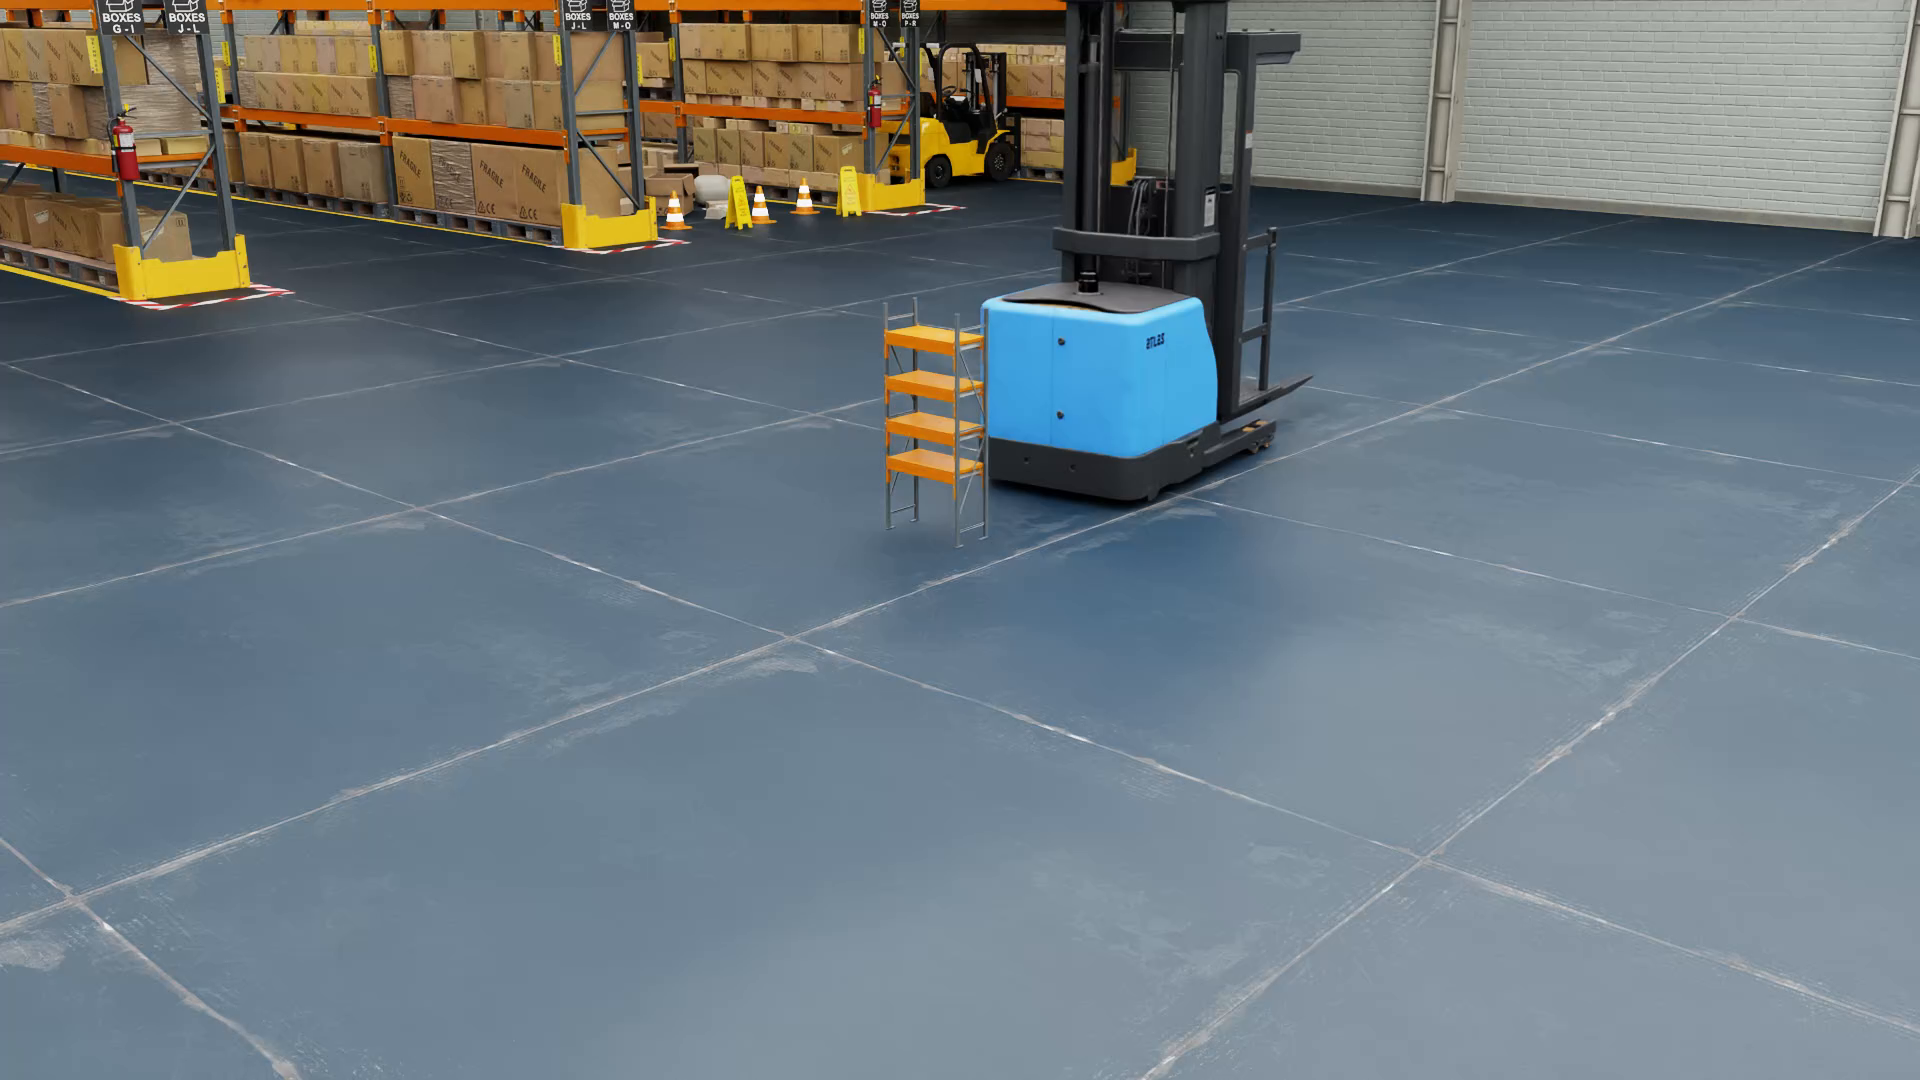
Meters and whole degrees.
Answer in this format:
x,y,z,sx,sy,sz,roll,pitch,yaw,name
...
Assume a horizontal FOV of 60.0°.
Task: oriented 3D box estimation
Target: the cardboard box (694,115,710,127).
x,y,z,sx,sy,sz,roll,pitch,yaw,name
-4.843,-8.071,32.521,0.500,0.500,0.500,16,24,42,cardboard box

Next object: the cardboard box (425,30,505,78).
x,y,z,sx,sy,sz,roll,pitch,yaw,name
-6.079,-6.032,20.626,0.550,0.550,0.875,15,23,39,cardboard box

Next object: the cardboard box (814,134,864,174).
x,y,z,sx,sy,sz,roll,pitch,yaw,name
-1.704,-5.437,23.397,0.500,0.500,0.500,15,23,40,cardboard box

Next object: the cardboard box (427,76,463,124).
x,y,z,sx,sy,sz,roll,pitch,yaw,name
-6.097,-5.511,20.770,0.550,0.550,0.875,15,23,39,cardboard box

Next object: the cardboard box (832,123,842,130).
x,y,z,sx,sy,sz,roll,pitch,yaw,name
-2.168,-7.494,30.497,0.625,0.625,0.875,14,22,37,cardboard box

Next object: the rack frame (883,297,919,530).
x,y,z,sx,sy,sz,roll,pitch,yaw,name
-0.306,-0.654,8.689,0.015,1.200,0.240,15,23,39,rack frame

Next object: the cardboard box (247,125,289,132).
x,y,z,sx,sy,sz,roll,pitch,yaw,name
-10.480,-6.114,25.115,0.500,0.250,0.500,14,22,37,cardboard box

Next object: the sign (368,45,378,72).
x,y,z,sx,sy,sz,roll,pitch,yaw,name
-7.486,-6.141,21.218,0.005,0.325,0.100,15,23,39,sign

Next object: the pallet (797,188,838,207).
x,y,z,sx,sy,sz,roll,pitch,yaw,name
-1.572,-4.945,23.846,1.213,0.211,1.003,15,23,39,pallet

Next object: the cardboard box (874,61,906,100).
x,y,z,sx,sy,sz,roll,pitch,yaw,name
-1.102,-6.435,23.274,0.500,0.500,0.500,15,23,38,cardboard box

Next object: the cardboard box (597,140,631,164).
x,y,z,sx,sy,sz,roll,pitch,yaw,name
-5.082,-5.652,24.343,0.500,0.500,0.500,15,23,39,cardboard box

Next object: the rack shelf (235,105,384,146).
x,y,z,sx,sy,sz,roll,pitch,yaw,name
-8.629,-5.810,23.149,4.000,0.370,1.077,15,23,39,rack shelf

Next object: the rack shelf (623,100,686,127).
x,y,z,sx,sy,sz,roll,pitch,yaw,name
-5.419,-6.950,26.741,4.000,0.370,1.077,15,23,39,rack shelf

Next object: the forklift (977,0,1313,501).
x,y,z,sx,sy,sz,roll,pitch,yaw,name
1.330,-2.000,10.069,1.130,2.935,3.031,11,21,32,forklift

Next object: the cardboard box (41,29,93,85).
x,y,z,sx,sy,sz,roll,pitch,yaw,name
-8.463,-4.666,16.044,0.500,0.500,0.500,15,23,39,cardboard box

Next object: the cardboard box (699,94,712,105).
x,y,z,sx,sy,sz,roll,pitch,yaw,name
-3.677,-6.597,24.855,0.250,0.149,0.380,16,24,41,cardboard box

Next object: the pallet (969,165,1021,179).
x,y,z,sx,sy,sz,roll,pitch,yaw,name
0.852,-6.272,28.025,1.213,0.211,1.003,15,23,39,pallet

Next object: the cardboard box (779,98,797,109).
x,y,z,sx,sy,sz,roll,pitch,yaw,name
-2.356,-6.236,23.718,0.250,0.149,0.380,15,23,39,cardboard box

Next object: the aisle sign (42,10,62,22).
x,y,z,sx,sy,sz,roll,pitch,yaw,name
-15.964,-9.482,29.233,0.004,0.787,0.394,15,23,39,aisle sign

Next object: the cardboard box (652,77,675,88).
x,y,z,sx,sy,sz,roll,pitch,yaw,name
-4.491,-7.013,25.471,0.250,0.149,0.380,15,23,40,cardboard box

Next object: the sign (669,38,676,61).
x,y,z,sx,sy,sz,roll,pitch,yaw,name
-4.289,-7.317,24.794,0.005,0.325,0.100,15,23,39,sign

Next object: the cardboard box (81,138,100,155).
x,y,z,sx,sy,sz,roll,pitch,yaw,name
-8.267,-3.826,16.123,0.250,0.149,0.380,15,23,39,cardboard box

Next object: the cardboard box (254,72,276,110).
x,y,z,sx,sy,sz,roll,pitch,yaw,name
-9.586,-6.349,23.494,0.500,0.500,0.500,15,23,39,cardboard box

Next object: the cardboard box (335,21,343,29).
x,y,z,sx,sy,sz,roll,pitch,yaw,name
-11.456,-9.638,31.131,0.250,0.149,0.380,15,23,39,cardboard box

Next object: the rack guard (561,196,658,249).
x,y,z,sx,sy,sz,roll,pitch,yaw,name
-4.124,-3.752,19.607,0.348,0.500,1.175,15,23,39,rack guard

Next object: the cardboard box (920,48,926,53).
x,y,z,sx,sy,sz,roll,pitch,yaw,name
-0.590,-8.383,28.337,0.250,0.149,0.380,16,23,40,cardboard box

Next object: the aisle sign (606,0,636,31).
x,y,z,sx,sy,sz,roll,pitch,yaw,name
-3.889,-6.241,19.020,0.004,0.787,0.394,15,23,39,aisle sign

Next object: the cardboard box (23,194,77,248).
x,y,z,sx,sy,sz,roll,pitch,yaw,name
-9.795,-3.455,17.979,0.500,0.500,0.500,-10,20,-28,cardboard box

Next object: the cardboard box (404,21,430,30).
x,y,z,sx,sy,sz,roll,pitch,yaw,name
-9.971,-9.453,30.549,0.250,0.149,0.380,15,23,38,cardboard box

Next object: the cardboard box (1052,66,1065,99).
x,y,z,sx,sy,sz,roll,pitch,yaw,name
1.818,-7.299,26.487,0.500,0.500,0.500,14,23,38,cardboard box

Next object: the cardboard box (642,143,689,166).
x,y,z,sx,sy,sz,roll,pitch,yaw,name
-4.857,-6.087,26.484,0.950,0.372,0.625,-17,24,-42,cardboard box

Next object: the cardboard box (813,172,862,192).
x,y,z,sx,sy,sz,roll,pitch,yaw,name
-1.733,-5.084,23.524,0.500,0.250,0.500,15,23,39,cardboard box

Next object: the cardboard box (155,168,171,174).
x,y,z,sx,sy,sz,roll,pitch,yaw,name
-12.343,-6.052,26.160,0.500,0.500,0.500,16,24,42,cardboard box

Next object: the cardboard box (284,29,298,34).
x,y,z,sx,sy,sz,roll,pitch,yaw,name
-12.729,-9.664,32.286,0.500,0.500,0.500,14,23,38,cardboard box

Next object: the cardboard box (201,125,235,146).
x,y,z,sx,sy,sz,roll,pitch,yaw,name
-11.196,-6.097,25.064,0.500,0.250,0.500,15,23,40,cardboard box

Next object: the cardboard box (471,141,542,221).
x,y,z,sx,sy,sz,roll,pitch,yaw,name
-5.352,-4.433,20.439,0.875,0.875,0.875,15,23,38,cardboard box

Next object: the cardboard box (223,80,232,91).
x,y,z,sx,sy,sz,roll,pitch,yaw,name
-10.799,-6.630,24.264,0.250,0.149,0.380,16,23,40,cardboard box

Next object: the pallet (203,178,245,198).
x,y,z,sx,sy,sz,roll,pitch,yaw,name
-10.709,-5.382,25.222,1.213,0.211,1.003,15,23,39,pallet

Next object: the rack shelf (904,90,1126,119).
x,y,z,sx,sy,sz,roll,pitch,yaw,name
0.865,-7.271,27.752,4.000,0.370,1.077,15,23,39,rack shelf

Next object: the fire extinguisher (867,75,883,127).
x,y,z,sx,sy,sz,roll,pitch,yaw,name
-1.152,-5.924,22.447,0.183,0.674,0.296,15,23,39,fire extinguisher

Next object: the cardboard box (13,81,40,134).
x,y,z,sx,sy,sz,roll,pitch,yaw,name
-9.068,-4.439,16.982,0.500,0.500,0.875,15,23,39,cardboard box

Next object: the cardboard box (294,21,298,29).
x,y,z,sx,sy,sz,roll,pitch,yaw,name
-12.817,-10.000,32.273,0.250,0.149,0.380,16,23,40,cardboard box

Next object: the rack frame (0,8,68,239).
x,y,z,sx,sy,sz,roll,pitch,yaw,name
-10.501,-4.649,18.302,0.127,3.000,1.000,15,23,39,rack frame

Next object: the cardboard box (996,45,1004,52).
x,y,z,sx,sy,sz,roll,pitch,yaw,name
0.801,-8.041,27.262,0.250,0.149,0.380,15,23,40,cardboard box

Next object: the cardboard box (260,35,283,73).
x,y,z,sx,sy,sz,roll,pitch,yaw,name
-9.417,-6.885,23.529,0.500,0.500,0.700,15,23,38,cardboard box

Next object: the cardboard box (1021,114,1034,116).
x,y,z,sx,sy,sz,roll,pitch,yaw,name
1.005,-7.024,27.984,0.500,0.250,0.500,14,23,38,cardboard box

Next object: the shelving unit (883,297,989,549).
x,y,z,sx,sy,sz,roll,pitch,yaw,name
-0.124,-0.605,8.535,0.503,1.200,0.258,15,23,39,shelving unit

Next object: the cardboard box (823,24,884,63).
x,y,z,sx,sy,sz,roll,pitch,yaw,name
-1.458,-6.807,22.793,0.500,0.500,0.700,14,23,38,cardboard box

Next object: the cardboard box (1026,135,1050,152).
x,y,z,sx,sy,sz,roll,pitch,yaw,name
1.421,-6.470,27.064,0.500,0.250,0.500,15,23,39,cardboard box

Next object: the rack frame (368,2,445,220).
x,y,z,sx,sy,sz,roll,pitch,yaw,name
-7.133,-5.751,21.775,0.127,3.000,1.000,15,23,39,rack frame

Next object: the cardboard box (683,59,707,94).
x,y,z,sx,sy,sz,roll,pitch,yaw,name
-3.779,-6.929,24.830,0.500,0.500,0.500,15,23,39,cardboard box

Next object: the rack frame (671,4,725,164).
x,y,z,sx,sy,sz,roll,pitch,yaw,name
-3.923,-6.891,25.367,0.127,3.000,1.000,15,23,39,rack frame

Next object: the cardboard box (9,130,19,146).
x,y,z,sx,sy,sz,roll,pitch,yaw,name
-9.589,-4.173,17.217,0.250,0.149,0.380,15,23,39,cardboard box

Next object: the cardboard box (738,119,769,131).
x,y,z,sx,sy,sz,roll,pitch,yaw,name
-3.019,-6.073,24.328,0.250,0.149,0.380,17,24,42,cardboard box
